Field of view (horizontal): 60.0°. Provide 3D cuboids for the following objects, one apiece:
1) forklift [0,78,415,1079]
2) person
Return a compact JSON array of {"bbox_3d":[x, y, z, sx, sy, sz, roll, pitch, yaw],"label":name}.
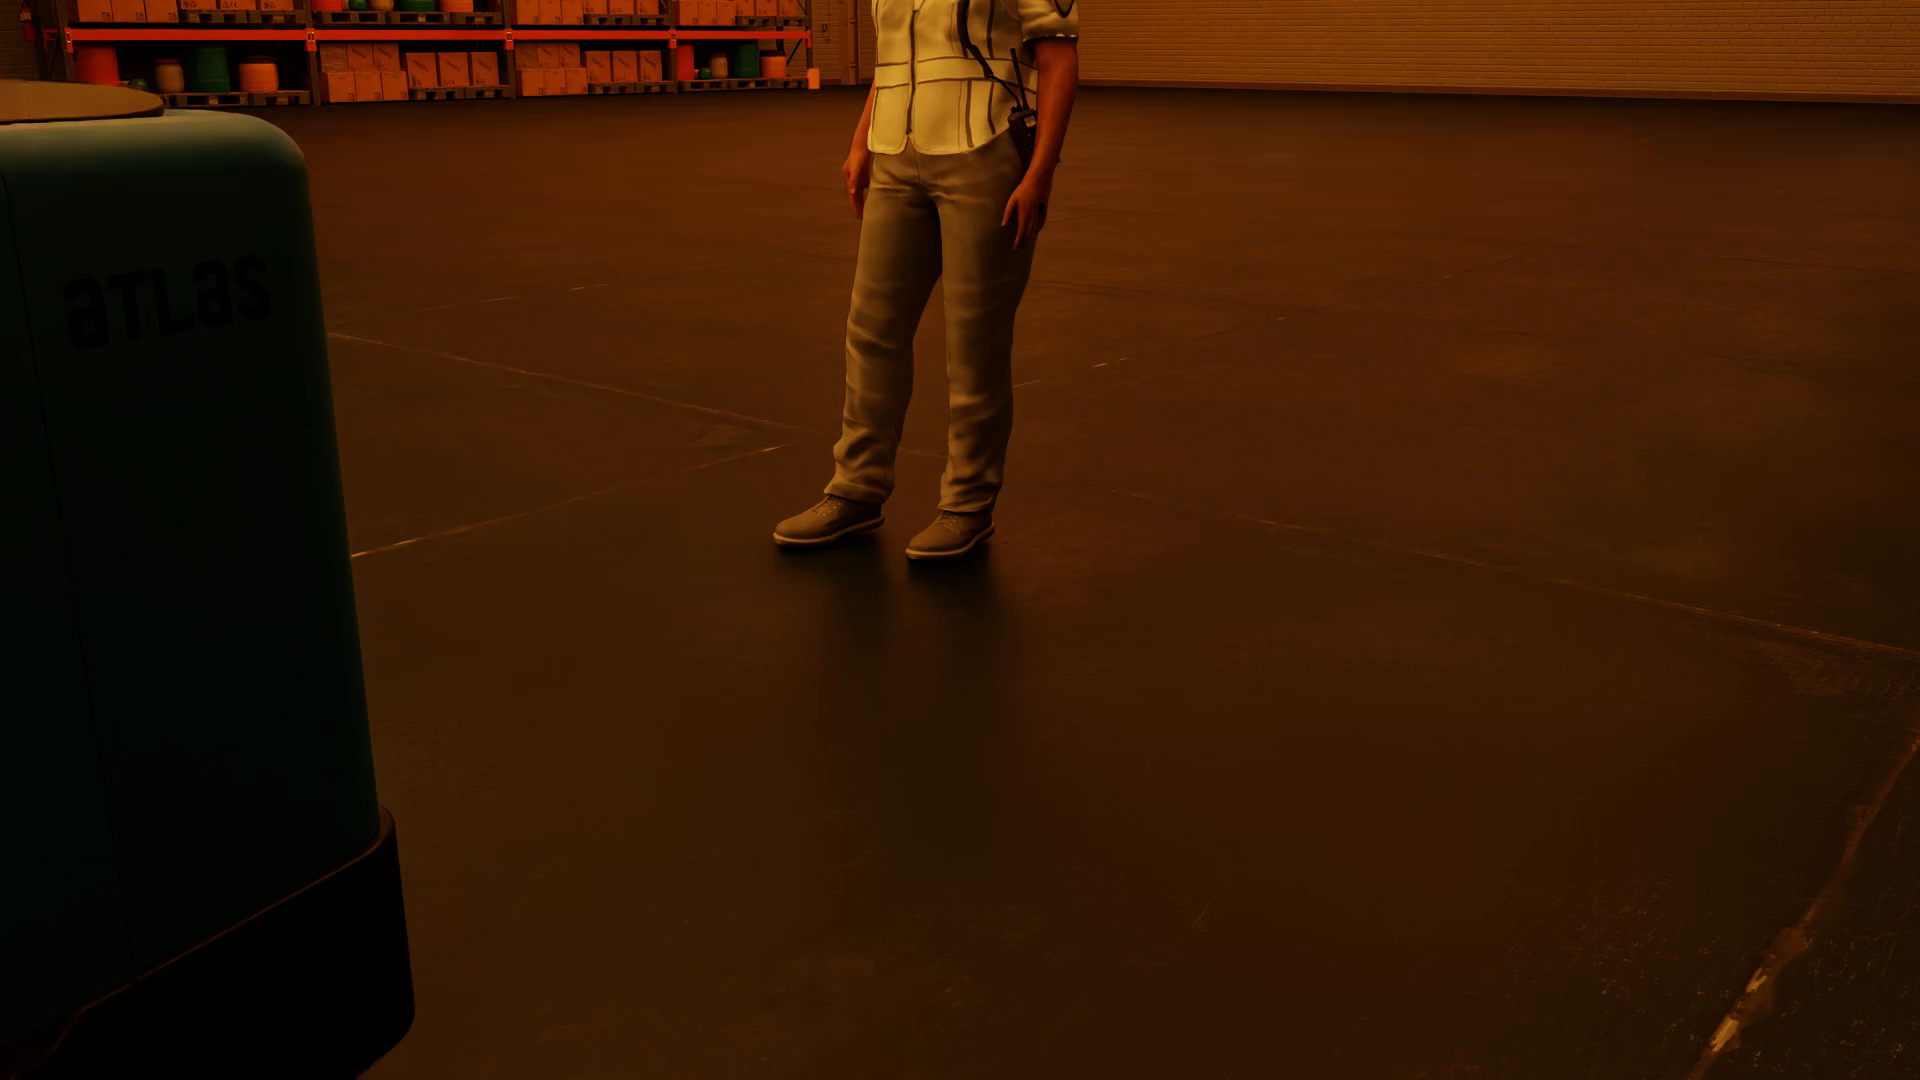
[{"bbox_3d":[-1.748,-0.475,0.463,1.130,2.935,3.031,9,19,26],"label":"forklift"},{"bbox_3d":[-0.066,-0.792,3.655,0.598,1.670,0.529,13,21,37],"label":"person"}]
